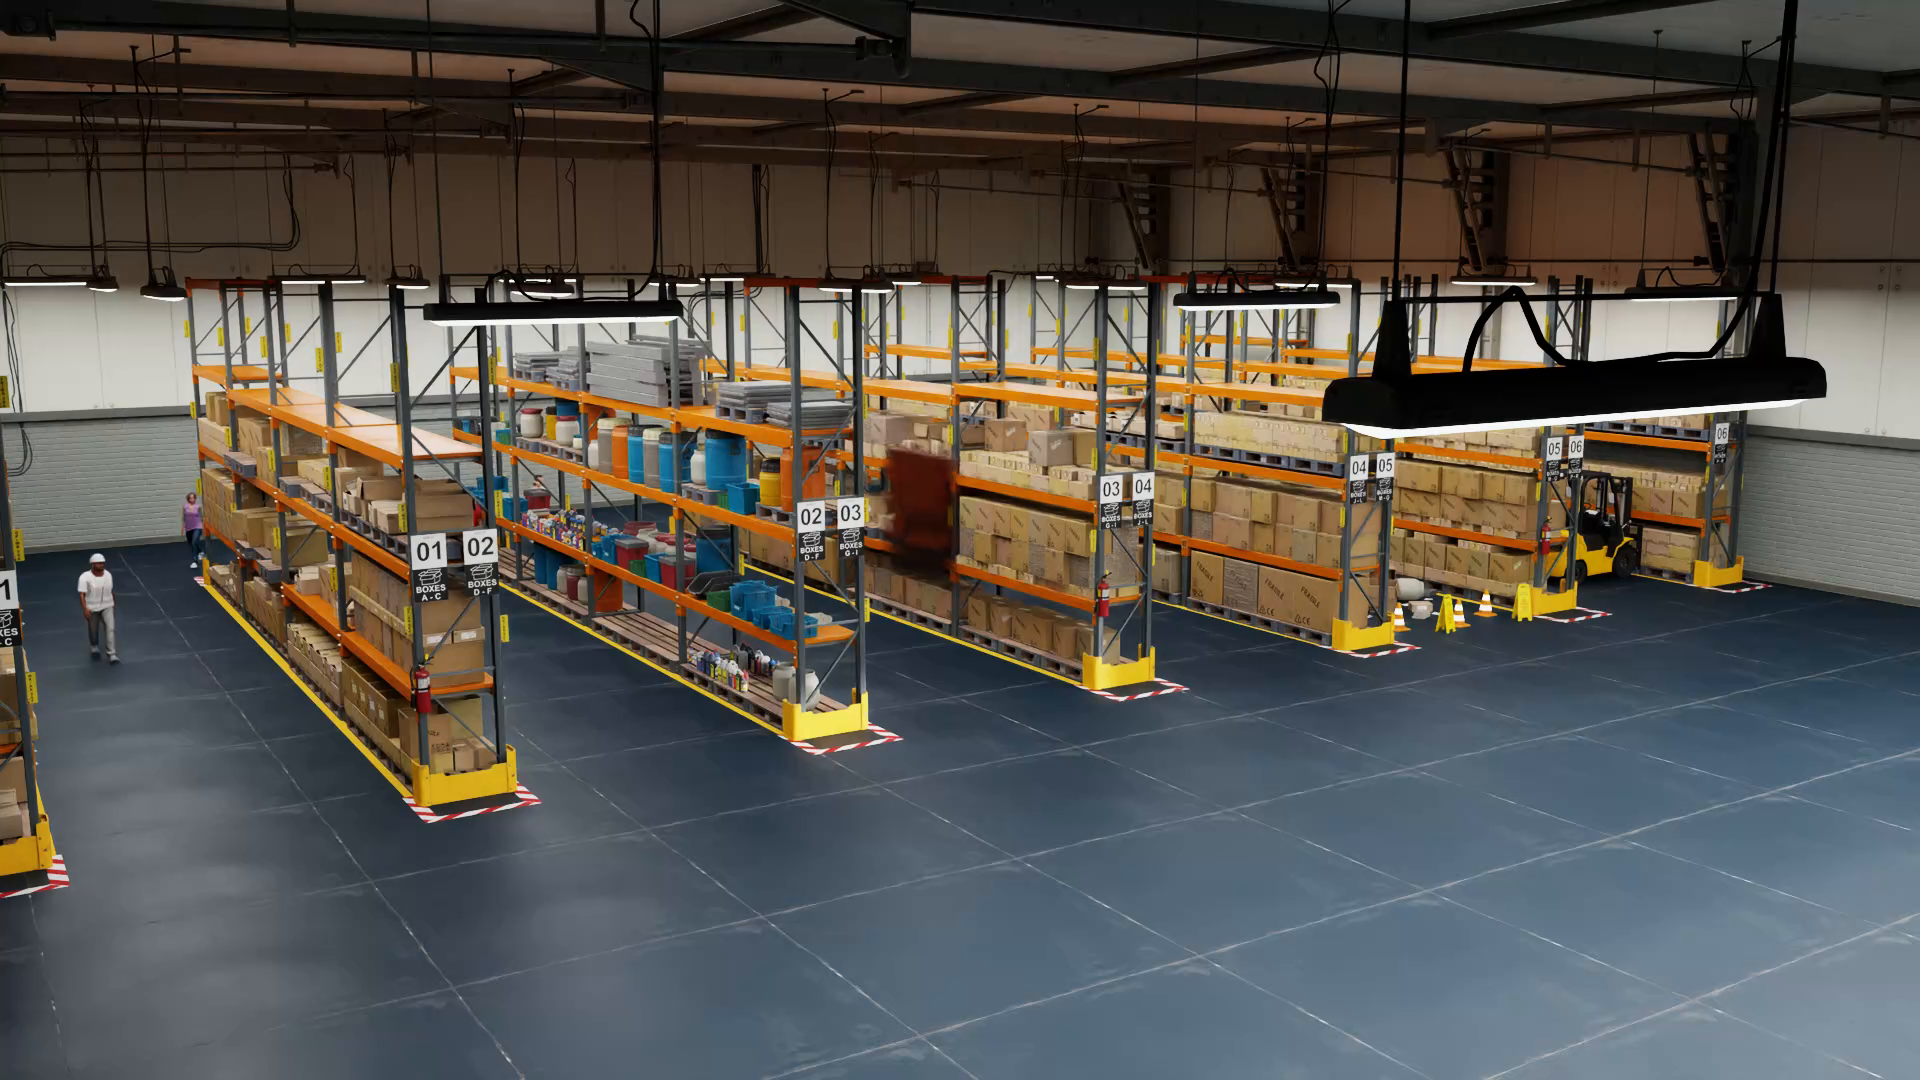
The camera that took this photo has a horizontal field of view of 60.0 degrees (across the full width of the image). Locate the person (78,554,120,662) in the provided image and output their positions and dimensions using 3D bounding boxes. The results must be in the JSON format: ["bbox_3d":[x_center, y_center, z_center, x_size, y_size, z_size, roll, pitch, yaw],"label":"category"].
[{"bbox_3d":[-13.722,1.072,26.465,0.543,1.711,1.093,-7,12,-35],"label":"person"}]

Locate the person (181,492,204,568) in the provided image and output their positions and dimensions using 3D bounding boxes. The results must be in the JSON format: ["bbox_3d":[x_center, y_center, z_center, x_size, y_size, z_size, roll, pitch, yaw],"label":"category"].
[{"bbox_3d":[-15.971,-0.243,34.662,0.385,1.547,0.915,0,10,-2],"label":"person"}]

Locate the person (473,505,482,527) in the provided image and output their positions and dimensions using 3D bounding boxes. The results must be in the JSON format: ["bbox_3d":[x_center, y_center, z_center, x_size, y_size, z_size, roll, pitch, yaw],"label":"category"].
[{"bbox_3d":[-9.955,-0.131,33.653,0.518,1.670,1.091,0,10,-3],"label":"person"}]

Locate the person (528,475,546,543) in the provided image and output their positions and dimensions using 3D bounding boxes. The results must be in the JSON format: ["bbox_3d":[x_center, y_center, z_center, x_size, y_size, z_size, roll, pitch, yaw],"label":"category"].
[{"bbox_3d":[-9.340,-0.645,36.921,0.470,1.611,1.082,-7,12,-35],"label":"person"}]

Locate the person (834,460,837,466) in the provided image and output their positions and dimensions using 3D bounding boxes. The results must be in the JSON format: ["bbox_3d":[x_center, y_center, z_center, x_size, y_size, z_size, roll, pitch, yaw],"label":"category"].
[{"bbox_3d":[-2.790,-1.048,39.223,0.515,1.683,0.485,-5,11,-28],"label":"person"}]
